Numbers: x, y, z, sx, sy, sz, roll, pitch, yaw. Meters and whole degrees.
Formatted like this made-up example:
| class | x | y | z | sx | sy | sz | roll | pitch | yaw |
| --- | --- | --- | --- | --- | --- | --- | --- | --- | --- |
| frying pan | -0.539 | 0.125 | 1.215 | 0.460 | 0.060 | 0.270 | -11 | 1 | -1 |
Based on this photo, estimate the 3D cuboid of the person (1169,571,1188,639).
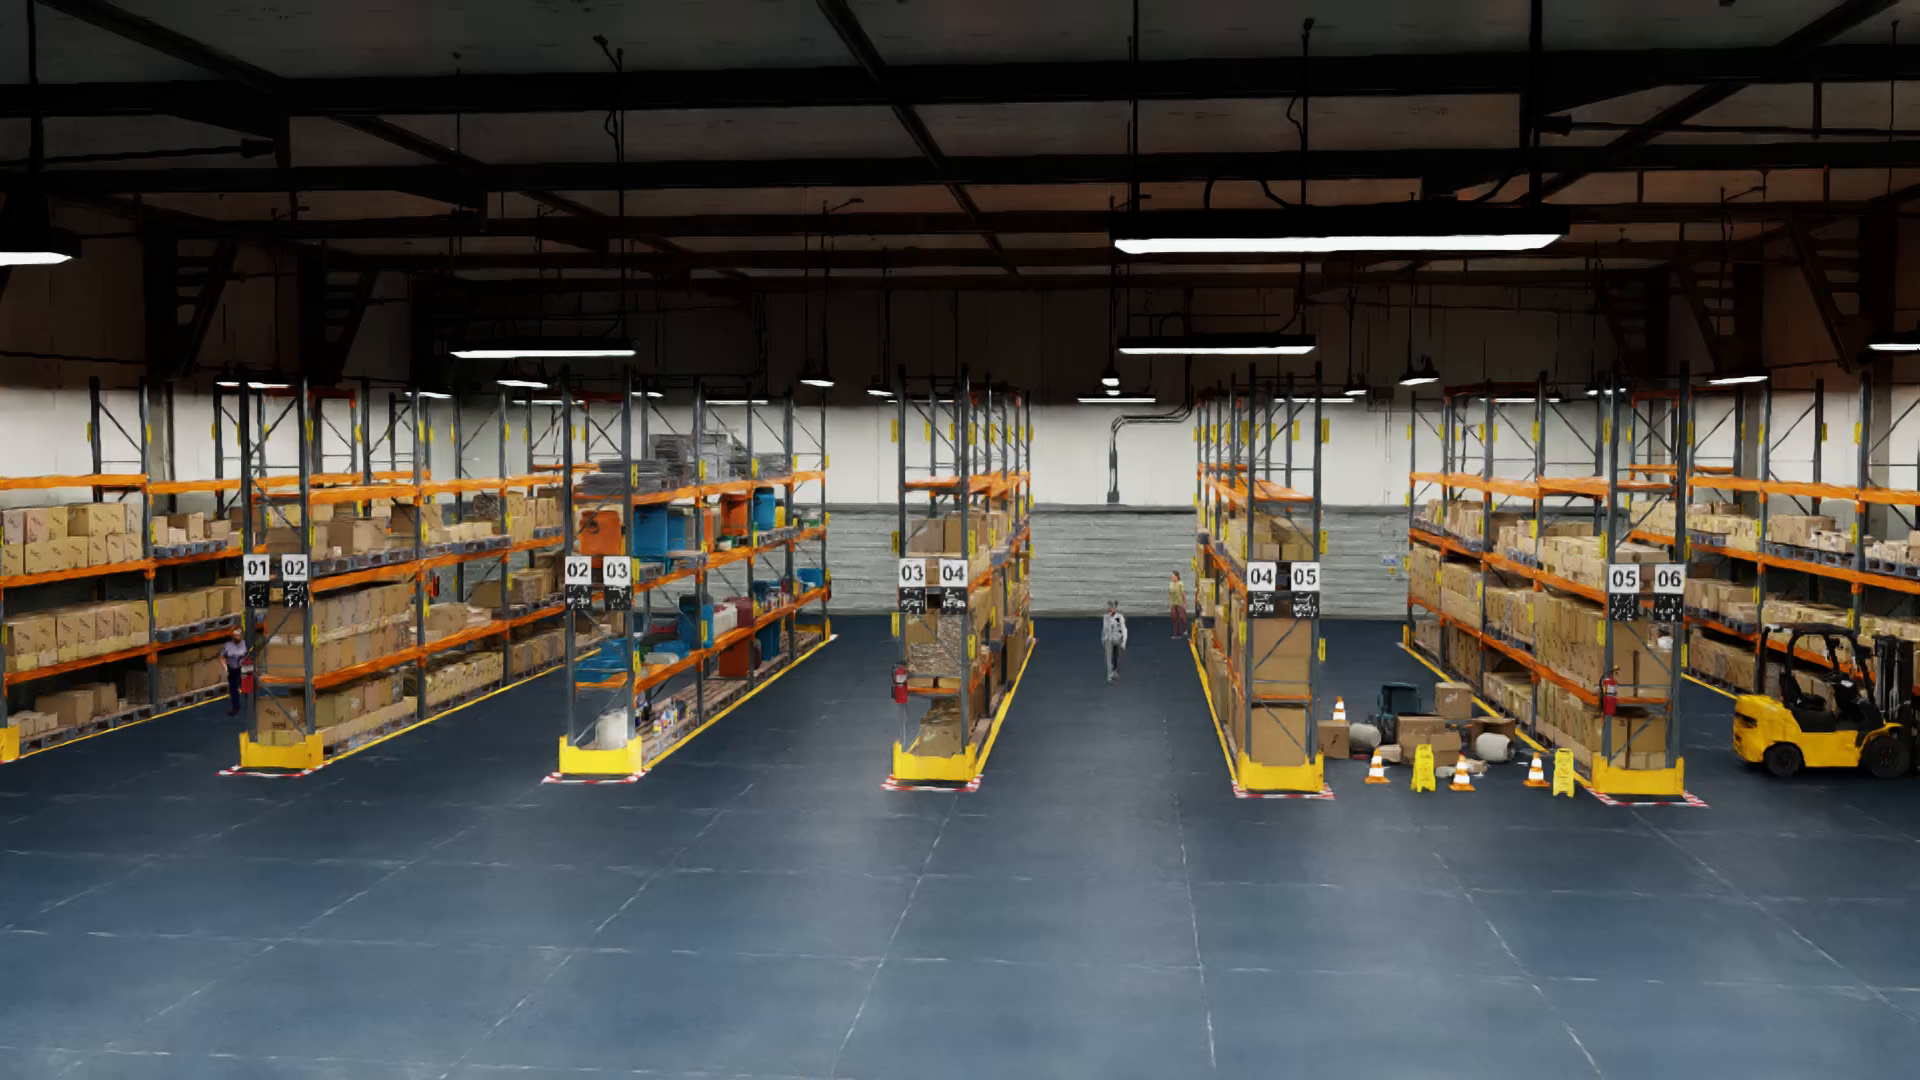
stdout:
| class | x | y | z | sx | sy | sz | roll | pitch | yaw |
| --- | --- | --- | --- | --- | --- | --- | --- | --- | --- |
| person | 5.327 | 1.570 | 40.491 | 0.498 | 1.671 | 0.552 | 2 | 4 | 31 |

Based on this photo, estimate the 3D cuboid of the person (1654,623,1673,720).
| class | x | y | z | sx | sy | sz | roll | pitch | yaw |
| --- | --- | --- | --- | --- | --- | --- | --- | --- | --- |
| person | 12.318 | 2.286 | 29.148 | 0.551 | 1.665 | 0.573 | 3 | 4 | 35 |

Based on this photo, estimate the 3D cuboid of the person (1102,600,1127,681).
| class | x | y | z | sx | sy | sz | roll | pitch | yaw |
| --- | --- | --- | --- | --- | --- | --- | --- | --- | --- |
| person | 3.130 | 2.021 | 33.705 | 0.502 | 1.621 | 0.989 | 0 | 4 | 5 |

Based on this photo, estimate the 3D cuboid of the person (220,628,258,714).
| class | x | y | z | sx | sy | sz | roll | pitch | yaw |
| --- | --- | --- | --- | --- | --- | --- | --- | --- | --- |
| person | -12.699 | 2.319 | 29.389 | 0.655 | 1.578 | 0.824 | -1 | 4 | -11 |
